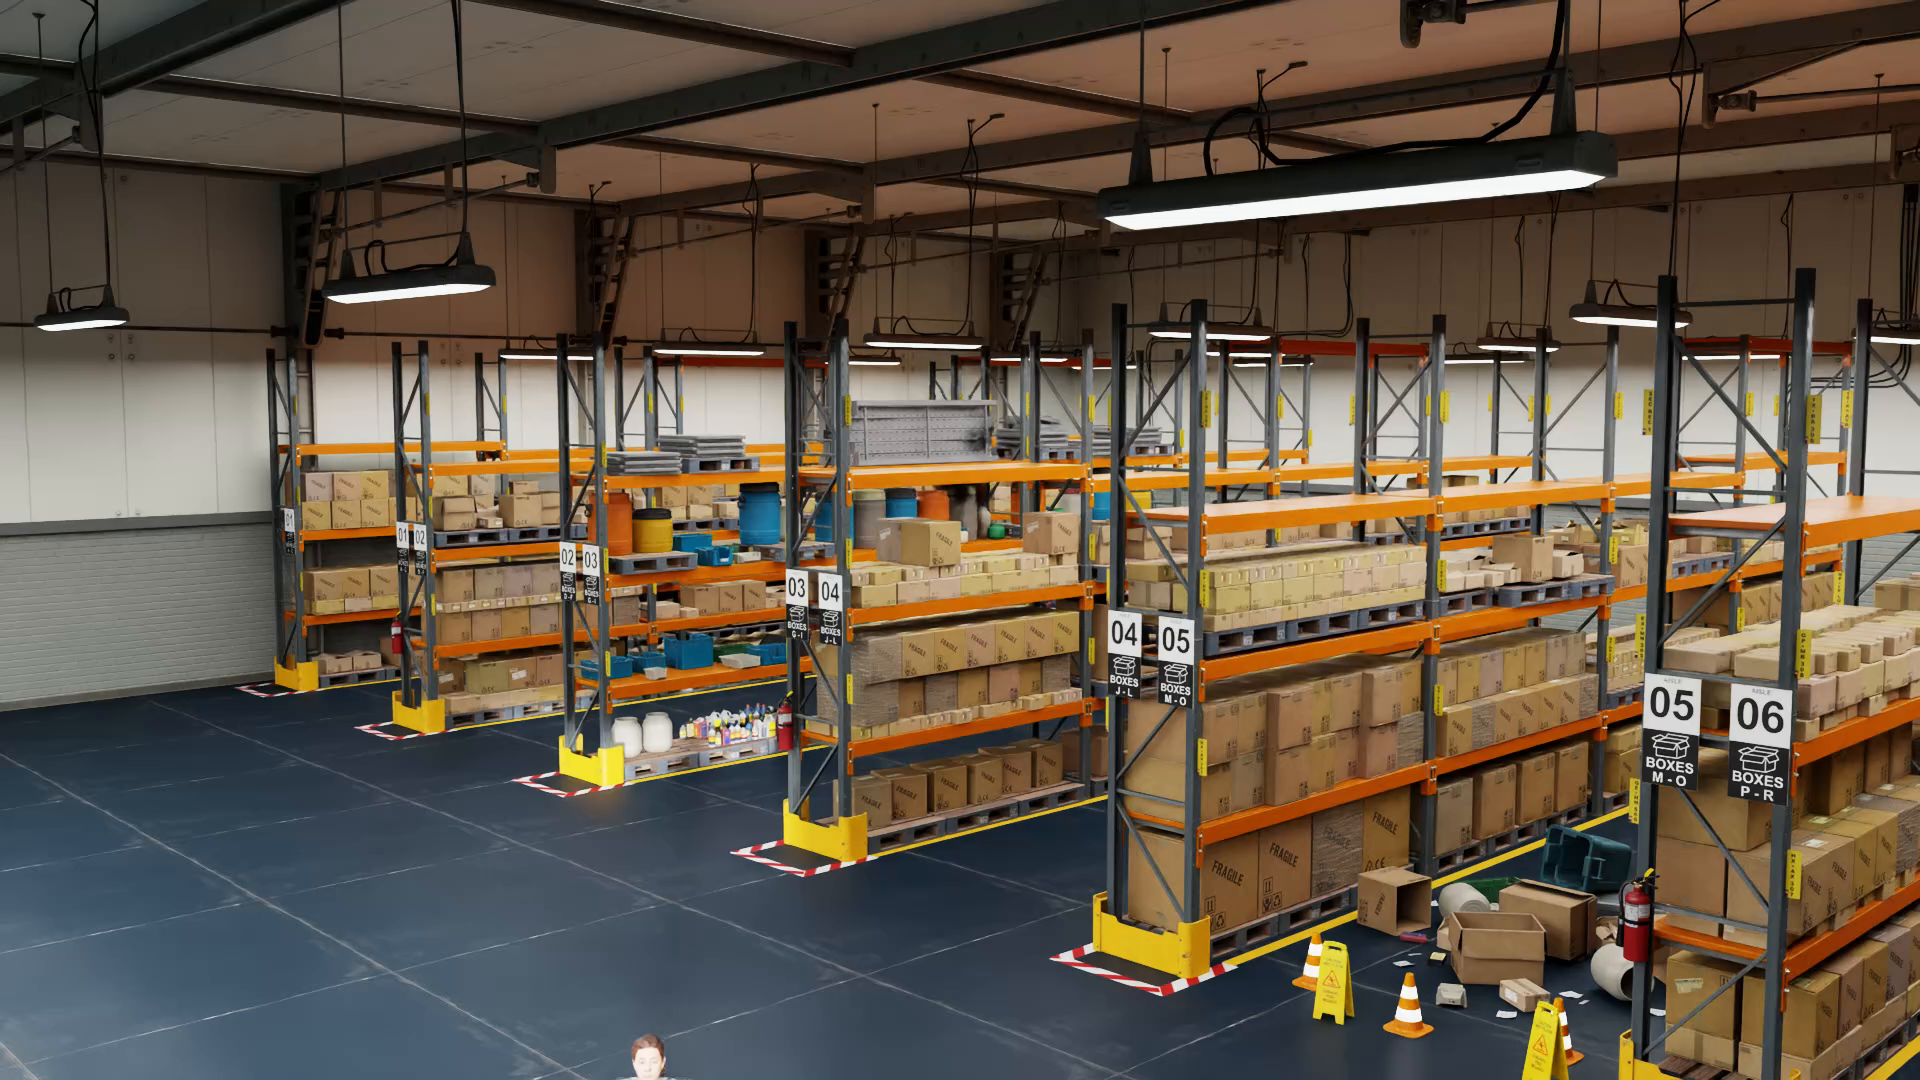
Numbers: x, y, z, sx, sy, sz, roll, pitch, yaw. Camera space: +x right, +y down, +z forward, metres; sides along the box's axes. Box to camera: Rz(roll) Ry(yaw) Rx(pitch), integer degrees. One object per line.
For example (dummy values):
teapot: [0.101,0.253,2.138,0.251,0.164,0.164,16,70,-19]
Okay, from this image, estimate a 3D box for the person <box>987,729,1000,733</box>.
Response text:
person: [0.373,1.999,24.047,0.569,1.630,0.515,4,6,38]

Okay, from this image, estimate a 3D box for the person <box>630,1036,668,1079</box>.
person: [-1.700,3.541,9.036,0.543,1.720,0.817,-1,5,-11]
